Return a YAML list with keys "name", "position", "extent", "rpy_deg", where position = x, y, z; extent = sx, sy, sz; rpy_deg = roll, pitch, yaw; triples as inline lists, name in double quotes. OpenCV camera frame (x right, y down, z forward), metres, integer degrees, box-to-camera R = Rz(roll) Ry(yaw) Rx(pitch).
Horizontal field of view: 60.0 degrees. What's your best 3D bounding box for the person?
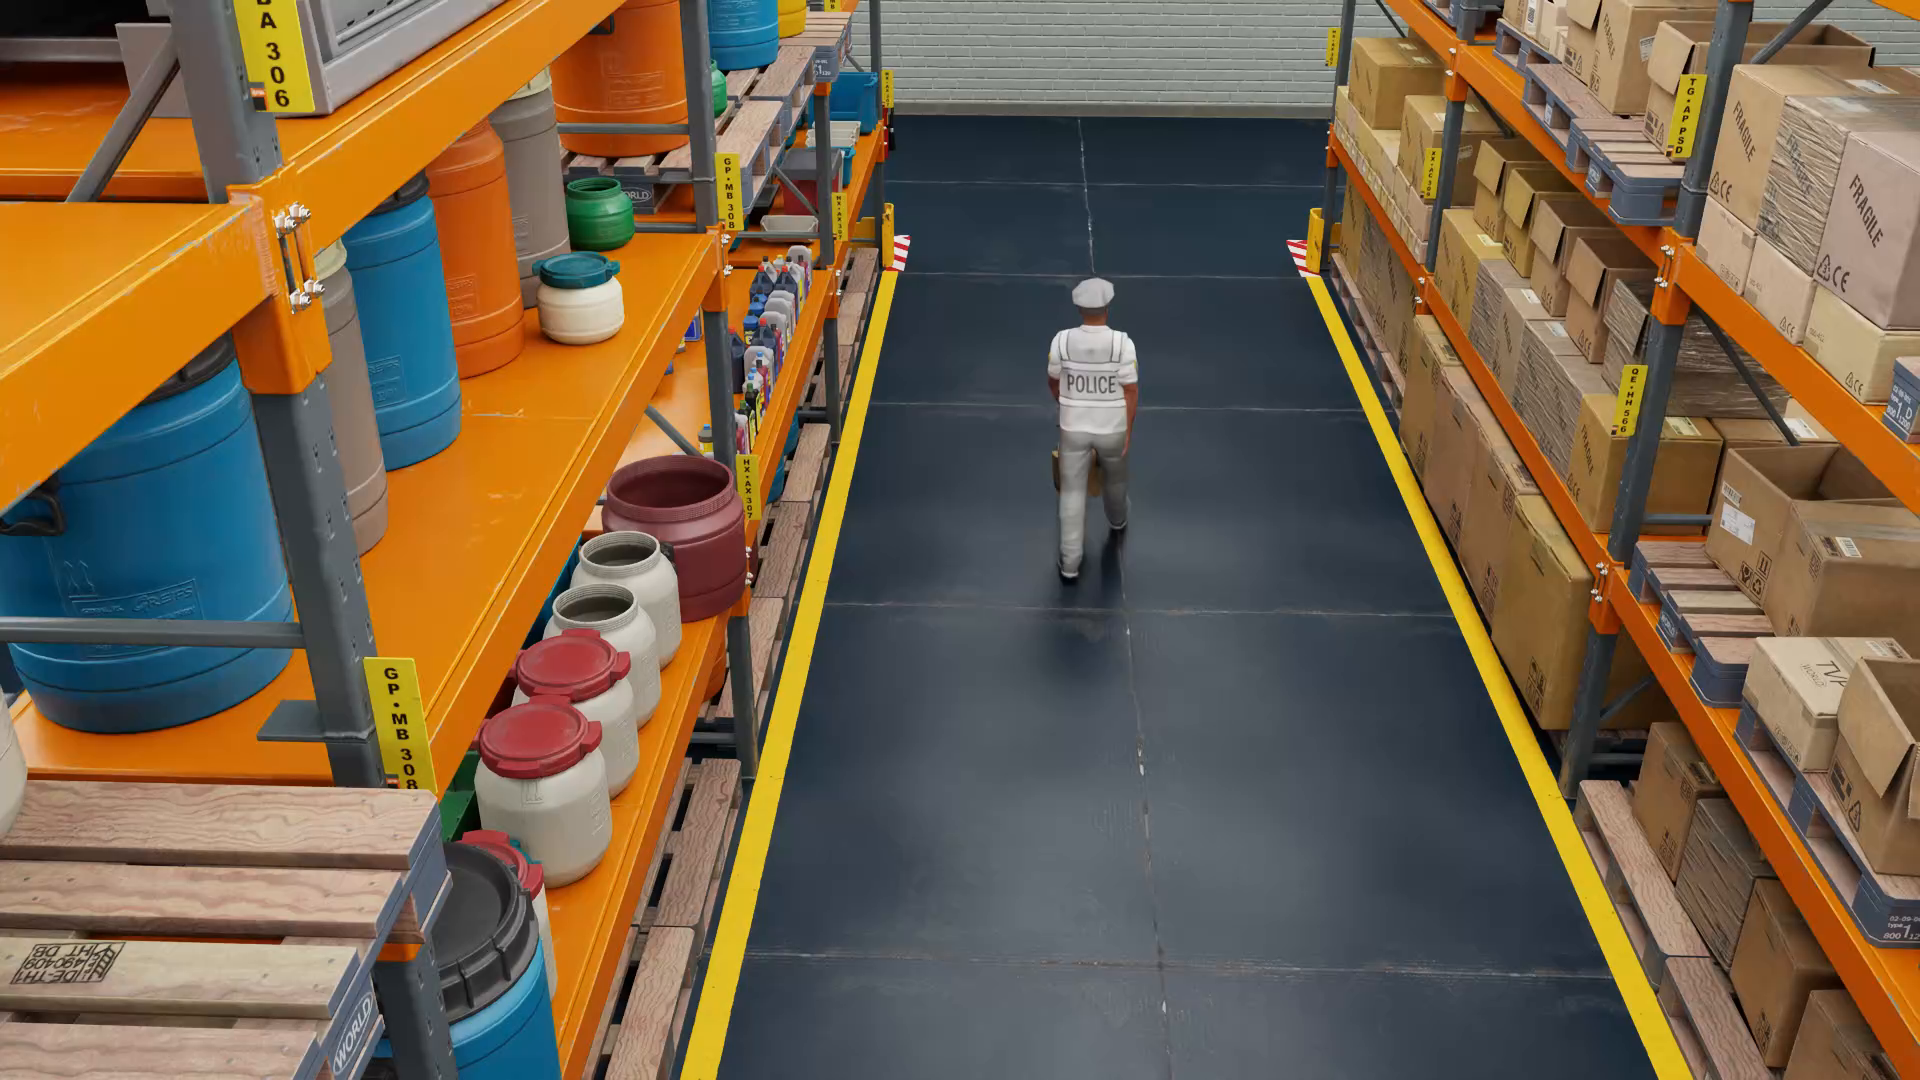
- name: "person"
  position: [0.793, -0.736, 9.997]
  extent: [0.549, 1.716, 1.011]
  rpy_deg: [4, 28, 8]
